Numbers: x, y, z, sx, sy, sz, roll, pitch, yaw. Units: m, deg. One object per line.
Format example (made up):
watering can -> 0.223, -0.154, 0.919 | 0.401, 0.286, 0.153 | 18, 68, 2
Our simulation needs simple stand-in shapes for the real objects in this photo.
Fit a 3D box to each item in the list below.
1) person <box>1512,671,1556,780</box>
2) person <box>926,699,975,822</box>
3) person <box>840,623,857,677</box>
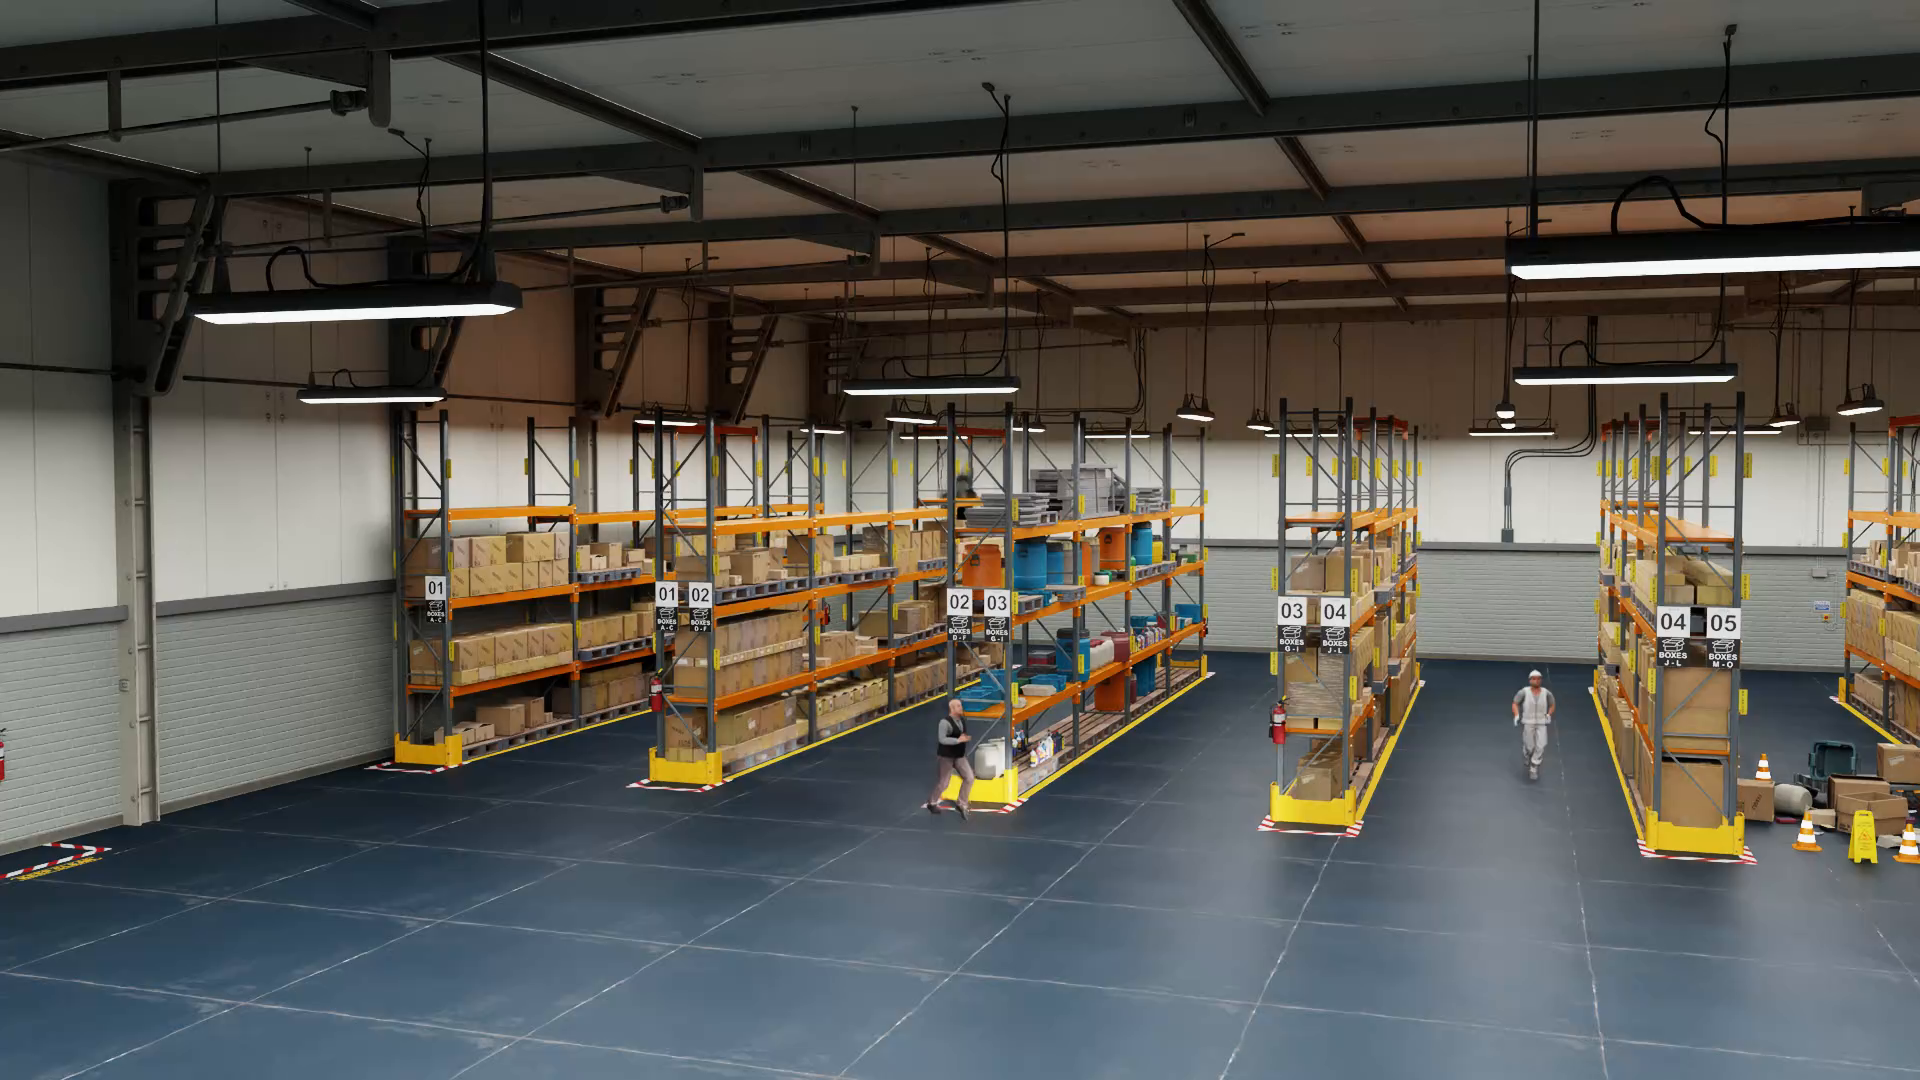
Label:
person -> 9.319, 2.987, 26.965 | 0.671, 1.748, 0.596 | 0, 2, 10
person -> -0.142, 3.132, 23.719 | 0.846, 1.757, 0.678 | 2, 3, 39
person -> -2.452, 2.625, 36.976 | 0.599, 1.640, 0.587 | 1, 3, 12
